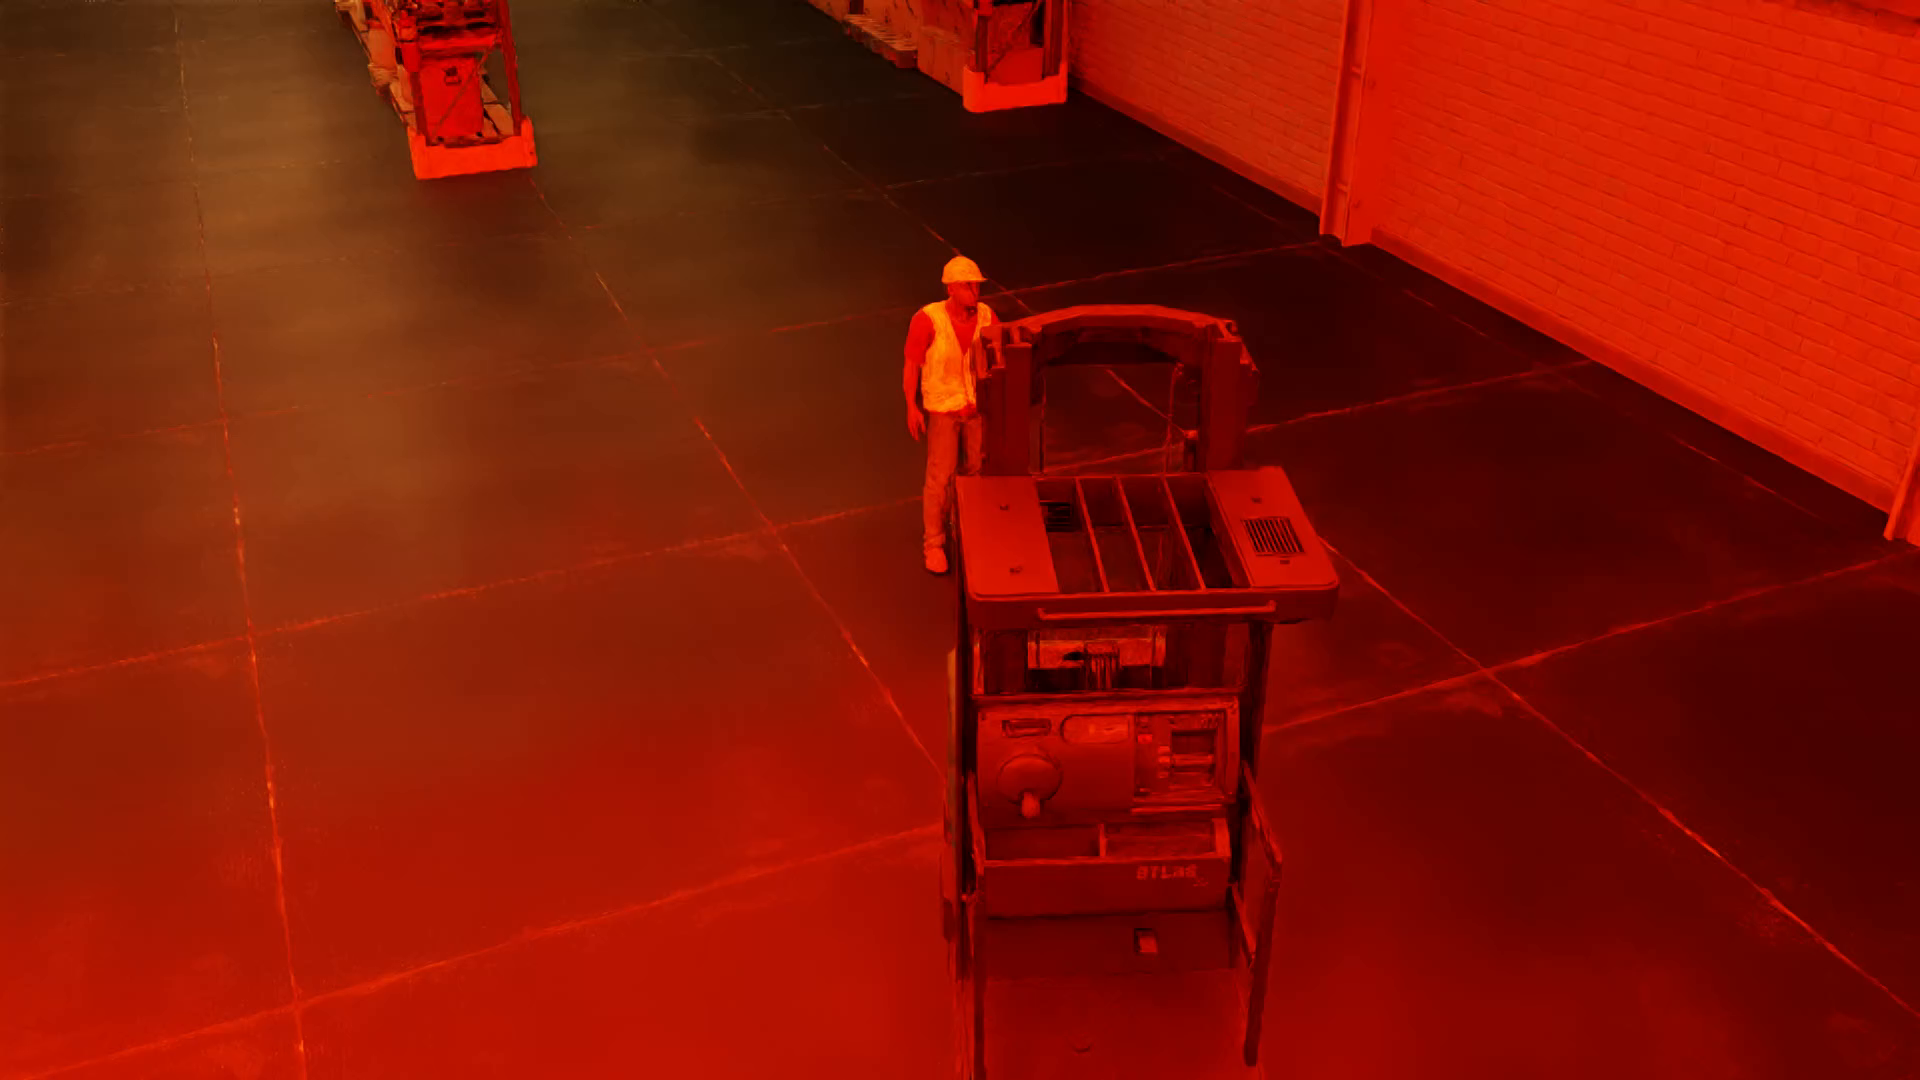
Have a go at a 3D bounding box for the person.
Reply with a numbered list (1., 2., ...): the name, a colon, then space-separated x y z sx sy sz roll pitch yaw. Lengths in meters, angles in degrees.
1. person: 0.023 -0.740 9.573 0.665 1.766 0.576 -12 32 -20

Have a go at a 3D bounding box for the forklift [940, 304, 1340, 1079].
1. forklift: 0.541 0.816 5.693 1.130 2.935 3.031 -2 30 -3
